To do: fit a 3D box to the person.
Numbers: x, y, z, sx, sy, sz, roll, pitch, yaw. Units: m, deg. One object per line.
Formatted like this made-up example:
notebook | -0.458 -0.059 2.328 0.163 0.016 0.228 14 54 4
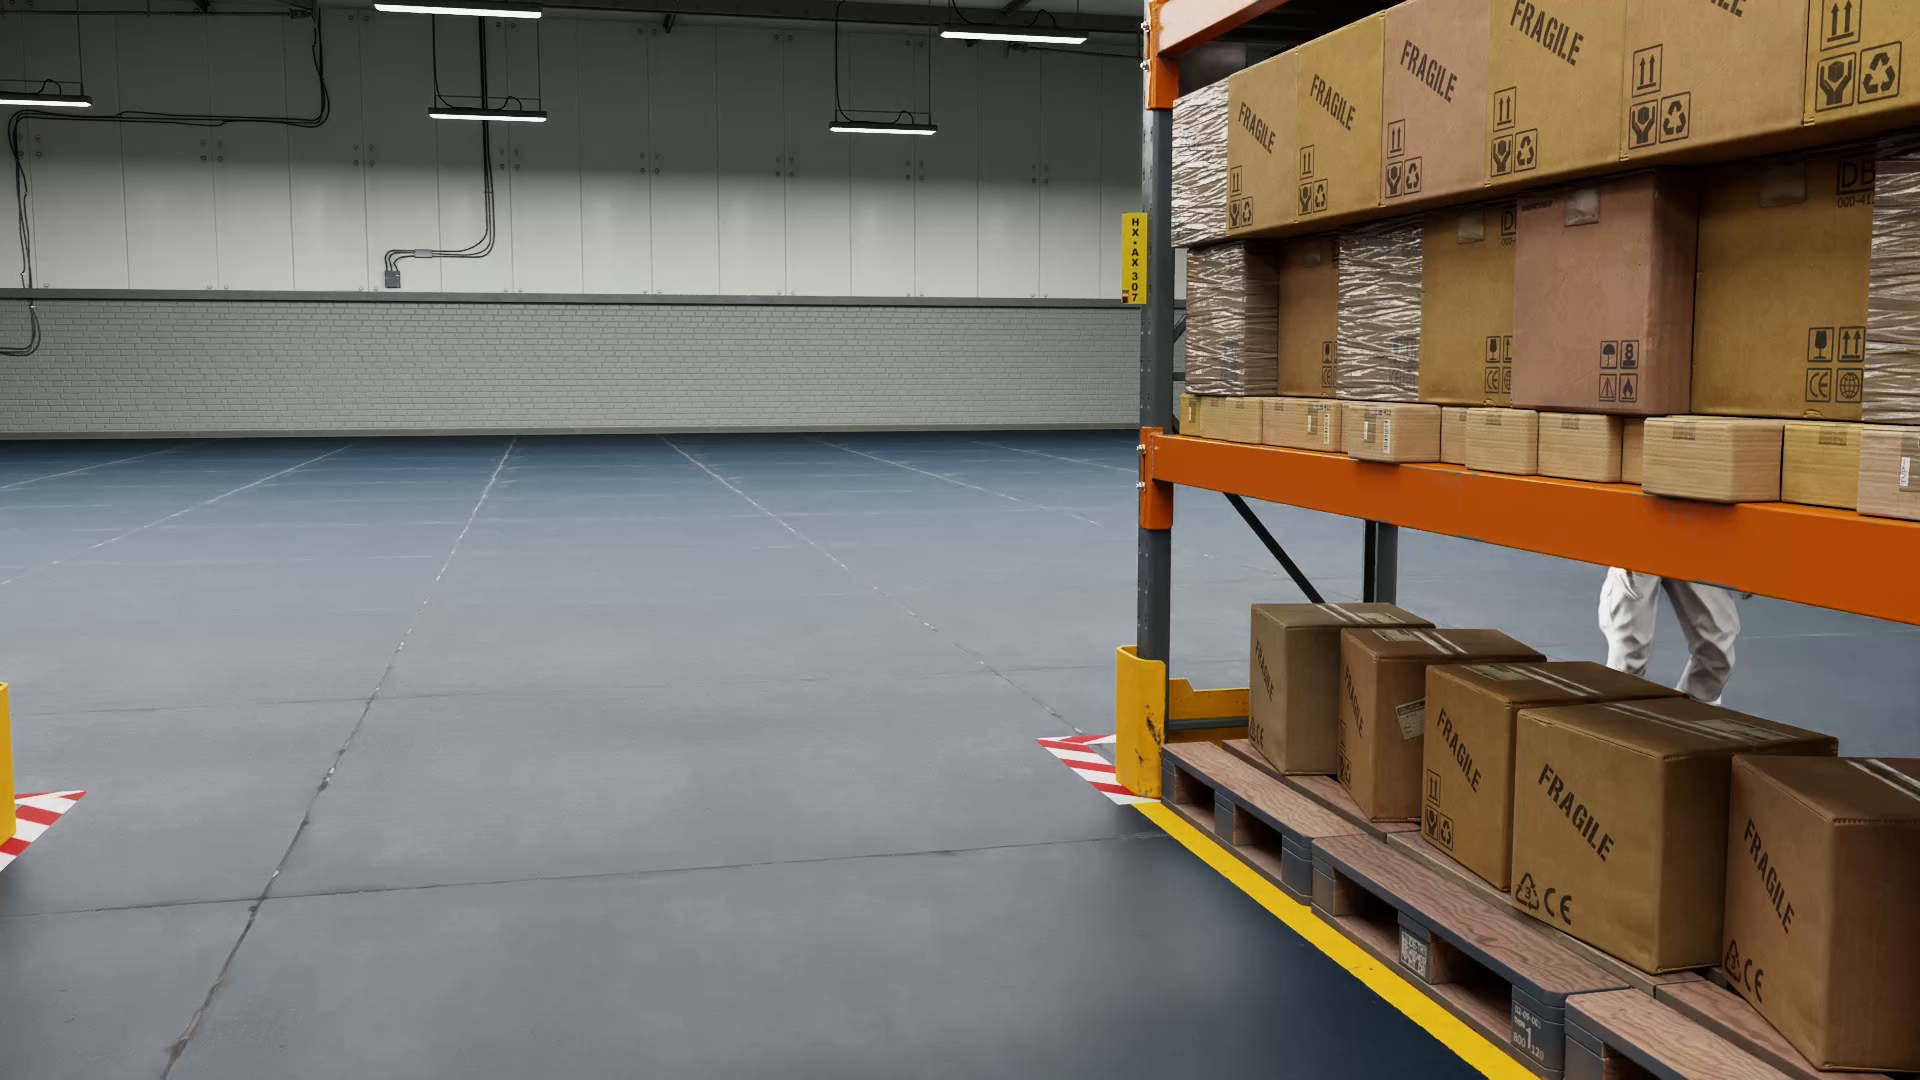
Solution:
person | 2.679 0.070 6.213 0.560 1.666 0.558 1 6 9
